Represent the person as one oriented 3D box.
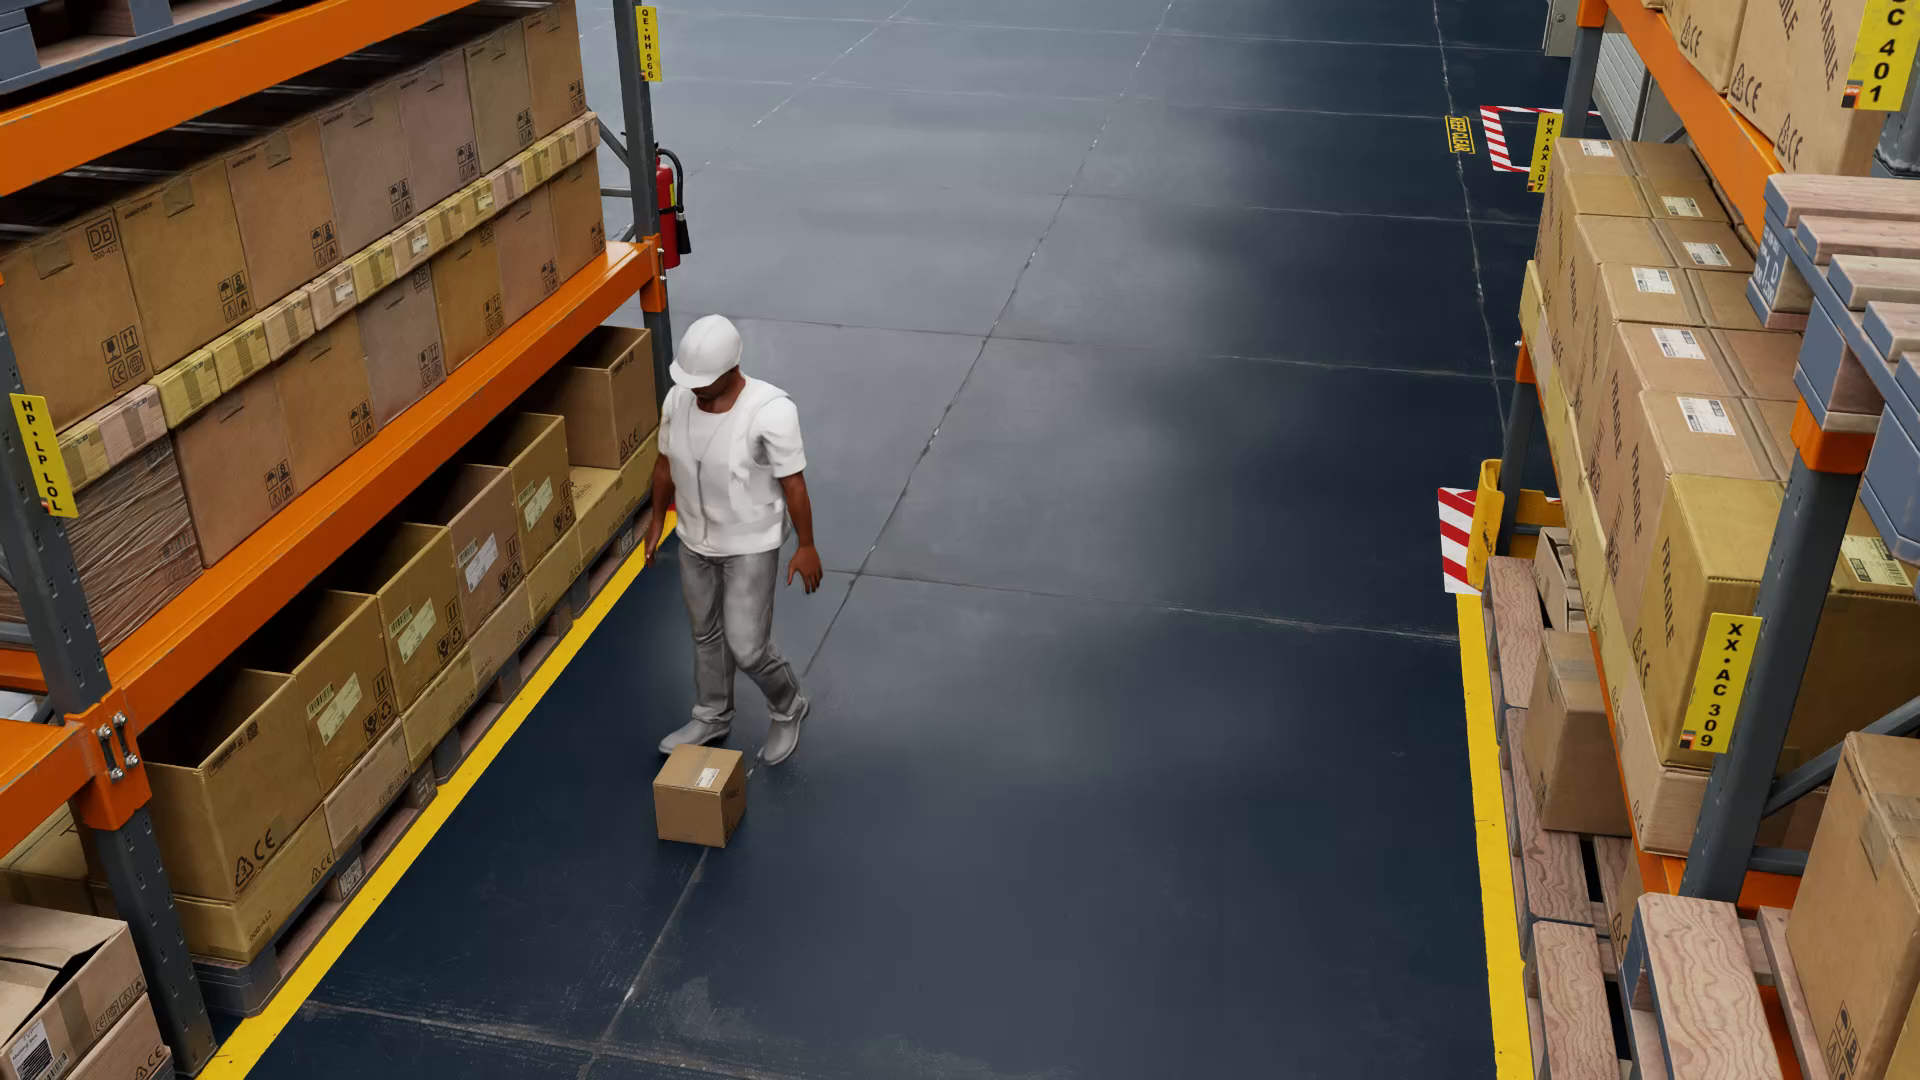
[{"bbox_3d":[-0.869,0.020,6.041,0.695,1.779,0.446,16,32,26],"label":"person"}]
